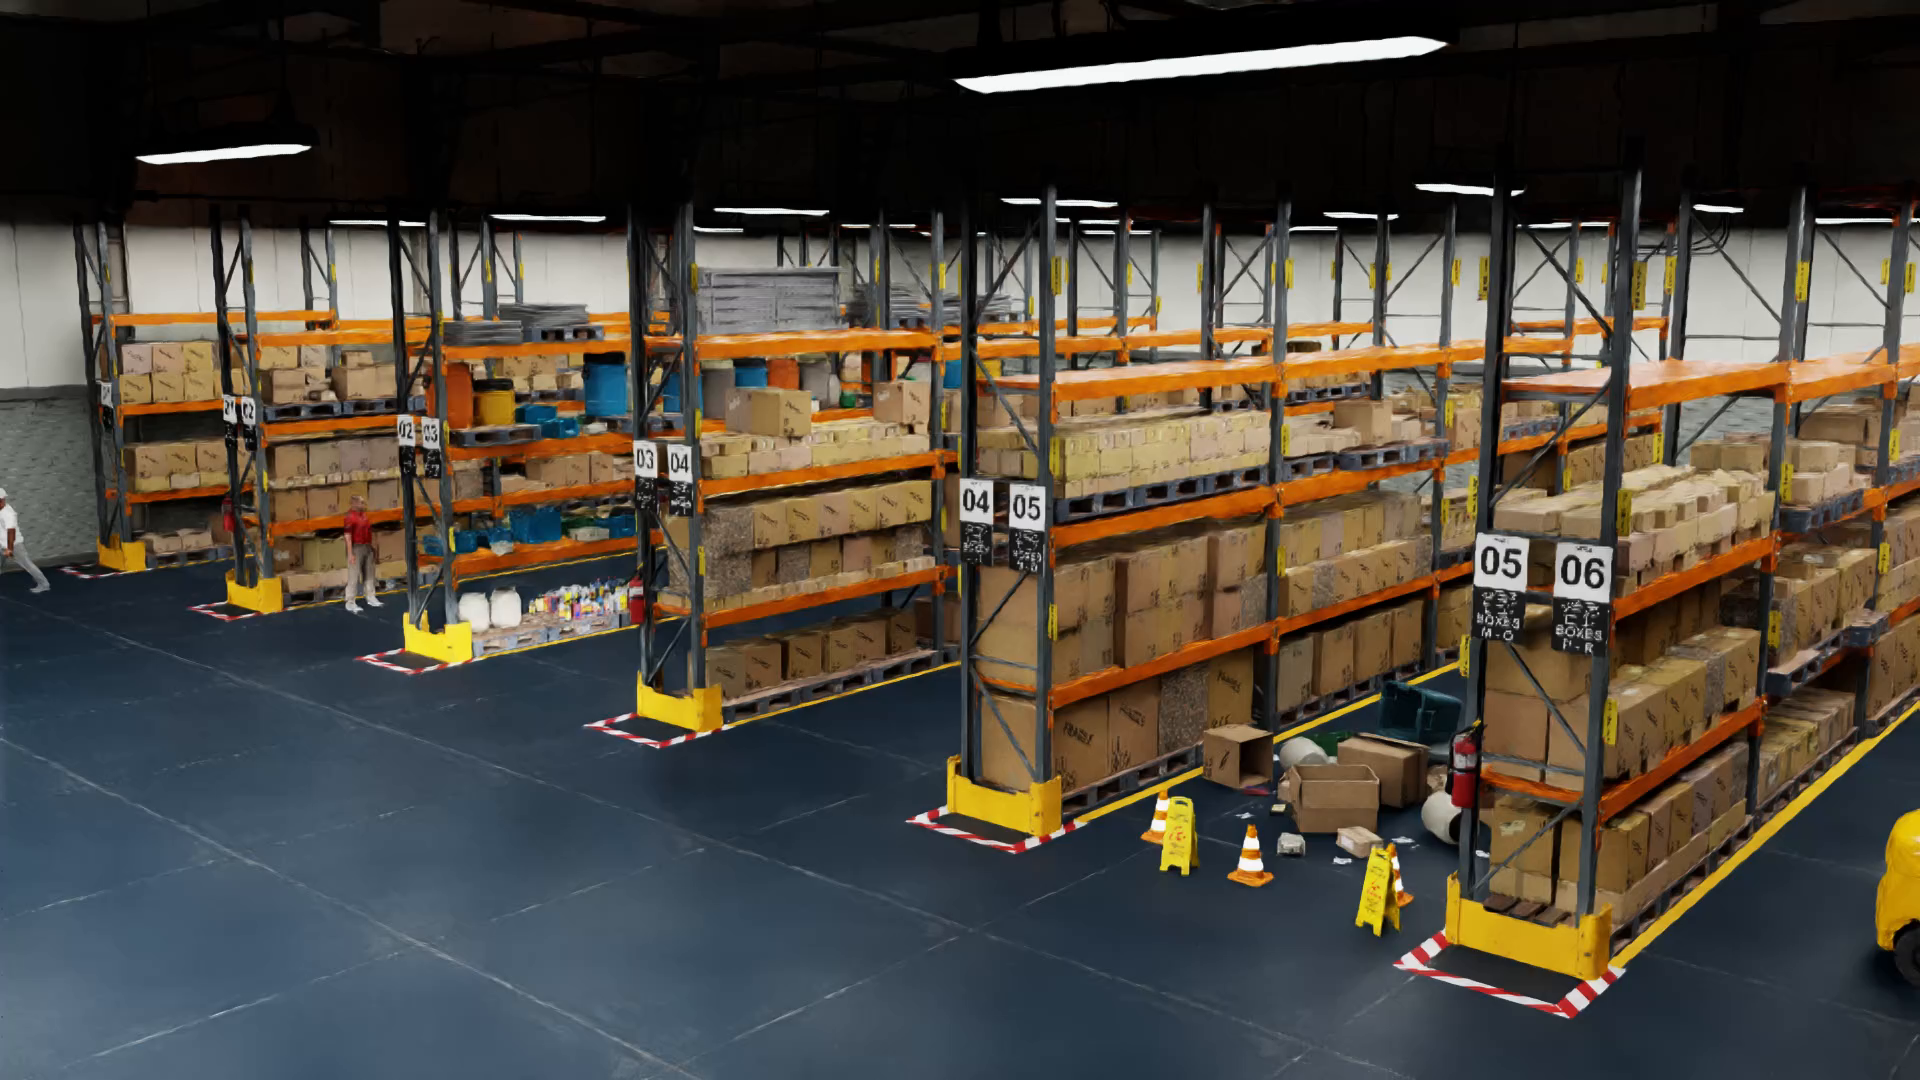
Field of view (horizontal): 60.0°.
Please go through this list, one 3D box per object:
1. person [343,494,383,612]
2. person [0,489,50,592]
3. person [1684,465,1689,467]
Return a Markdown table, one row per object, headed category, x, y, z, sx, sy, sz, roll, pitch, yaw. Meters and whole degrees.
| category | x | y | z | sx | sy | sz | roll | pitch | yaw |
| --- | --- | --- | --- | --- | --- | --- | --- | --- | --- |
| person | -8.962 | 0.175 | 24.927 | 0.457 | 1.733 | 0.593 | 2 | 10 | 12 |
| person | -14.834 | 0.036 | 25.852 | 0.580 | 1.685 | 1.121 | 9 | 13 | 43 |
| person | 12.343 | -0.389 | 28.150 | 0.483 | 1.769 | 0.659 | 1 | 10 | 5 |
